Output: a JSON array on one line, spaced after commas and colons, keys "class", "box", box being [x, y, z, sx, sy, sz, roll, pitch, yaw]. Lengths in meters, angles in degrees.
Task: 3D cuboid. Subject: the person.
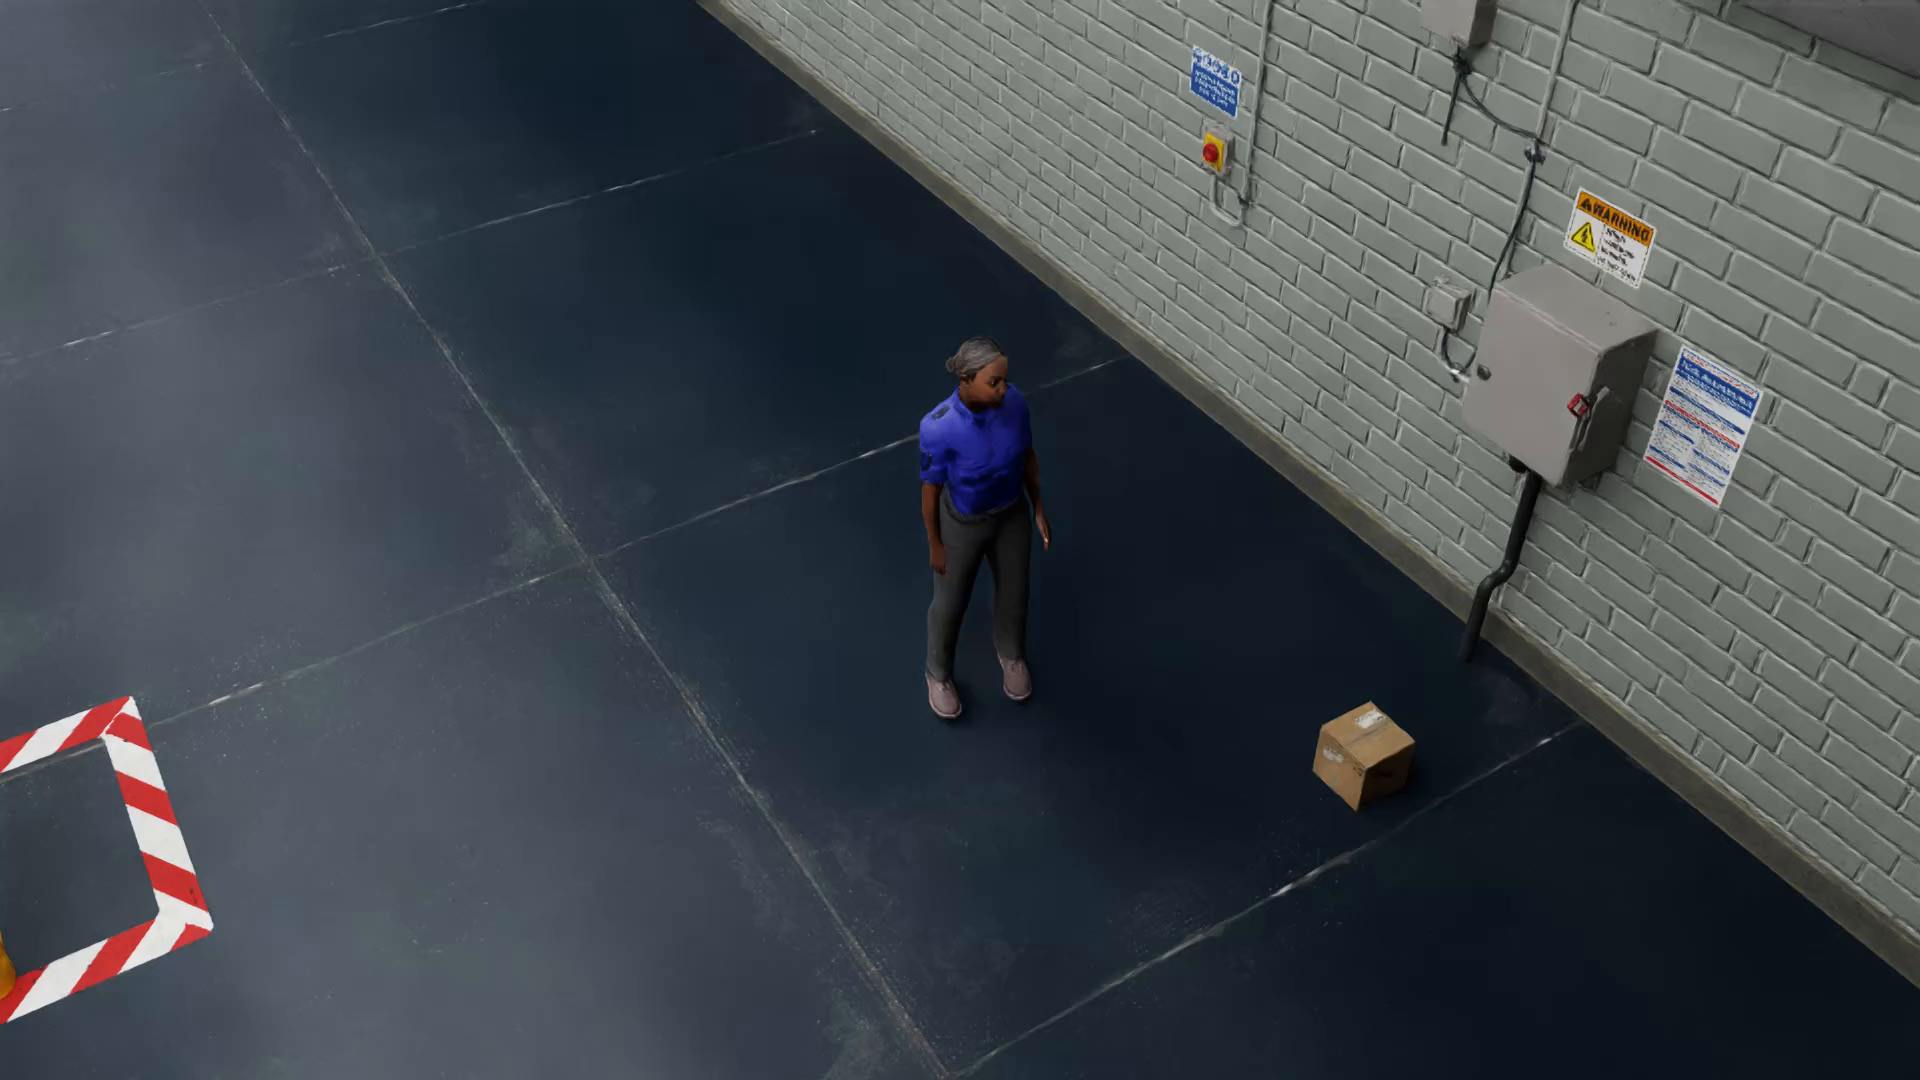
[{"class": "person", "box": [0.085, -0.046, 6.183, 0.489, 1.665, 0.355, -21, 45, -22]}]
